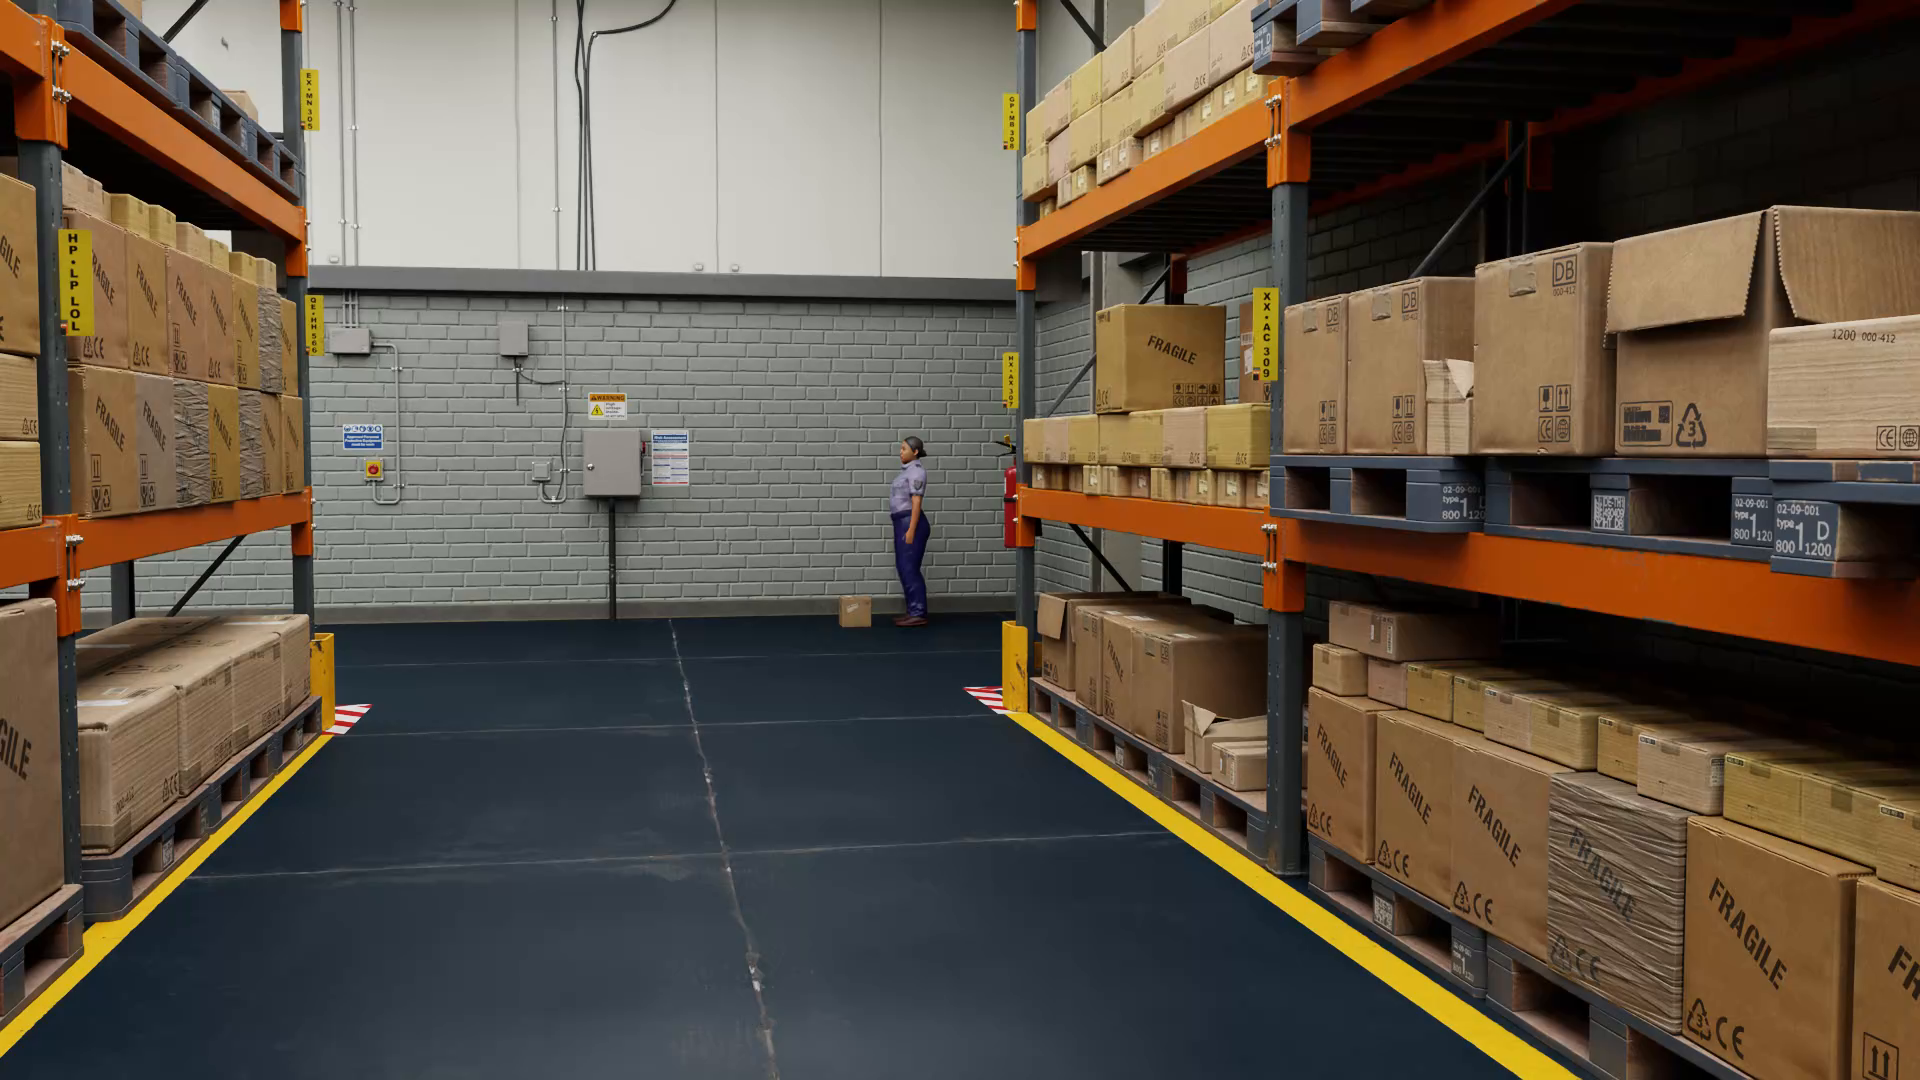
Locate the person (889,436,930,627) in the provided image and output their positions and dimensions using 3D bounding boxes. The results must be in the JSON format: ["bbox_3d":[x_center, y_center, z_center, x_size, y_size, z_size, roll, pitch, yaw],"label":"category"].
[{"bbox_3d":[-0.438,-0.080,14.480,0.343,1.646,0.466,-1,3,-10],"label":"person"}]
